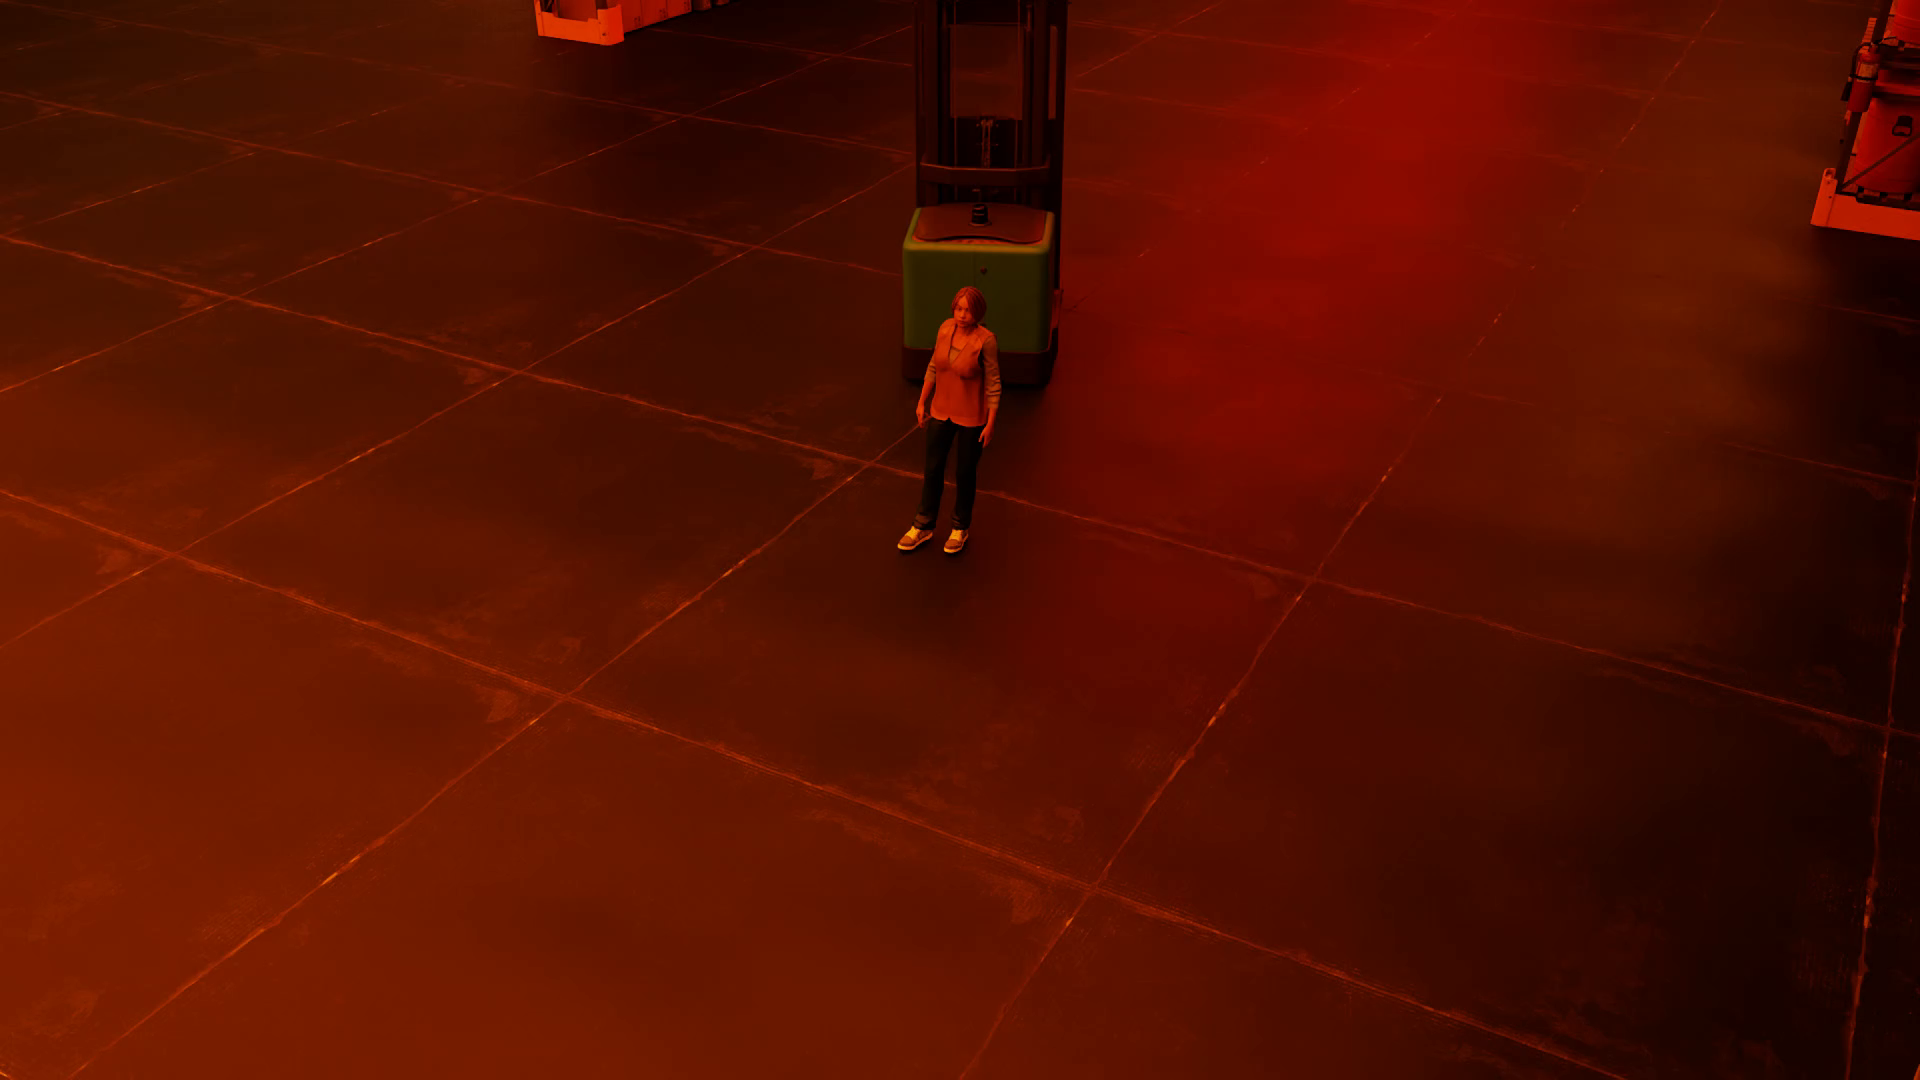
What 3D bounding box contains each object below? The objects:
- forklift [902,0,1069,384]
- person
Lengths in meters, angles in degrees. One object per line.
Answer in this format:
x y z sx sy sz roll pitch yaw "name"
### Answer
0.240 -3.082 12.411 1.130 2.935 3.031 3 30 5 "forklift"
-0.048 -0.668 9.549 0.521 1.599 0.473 15 33 25 "person"
